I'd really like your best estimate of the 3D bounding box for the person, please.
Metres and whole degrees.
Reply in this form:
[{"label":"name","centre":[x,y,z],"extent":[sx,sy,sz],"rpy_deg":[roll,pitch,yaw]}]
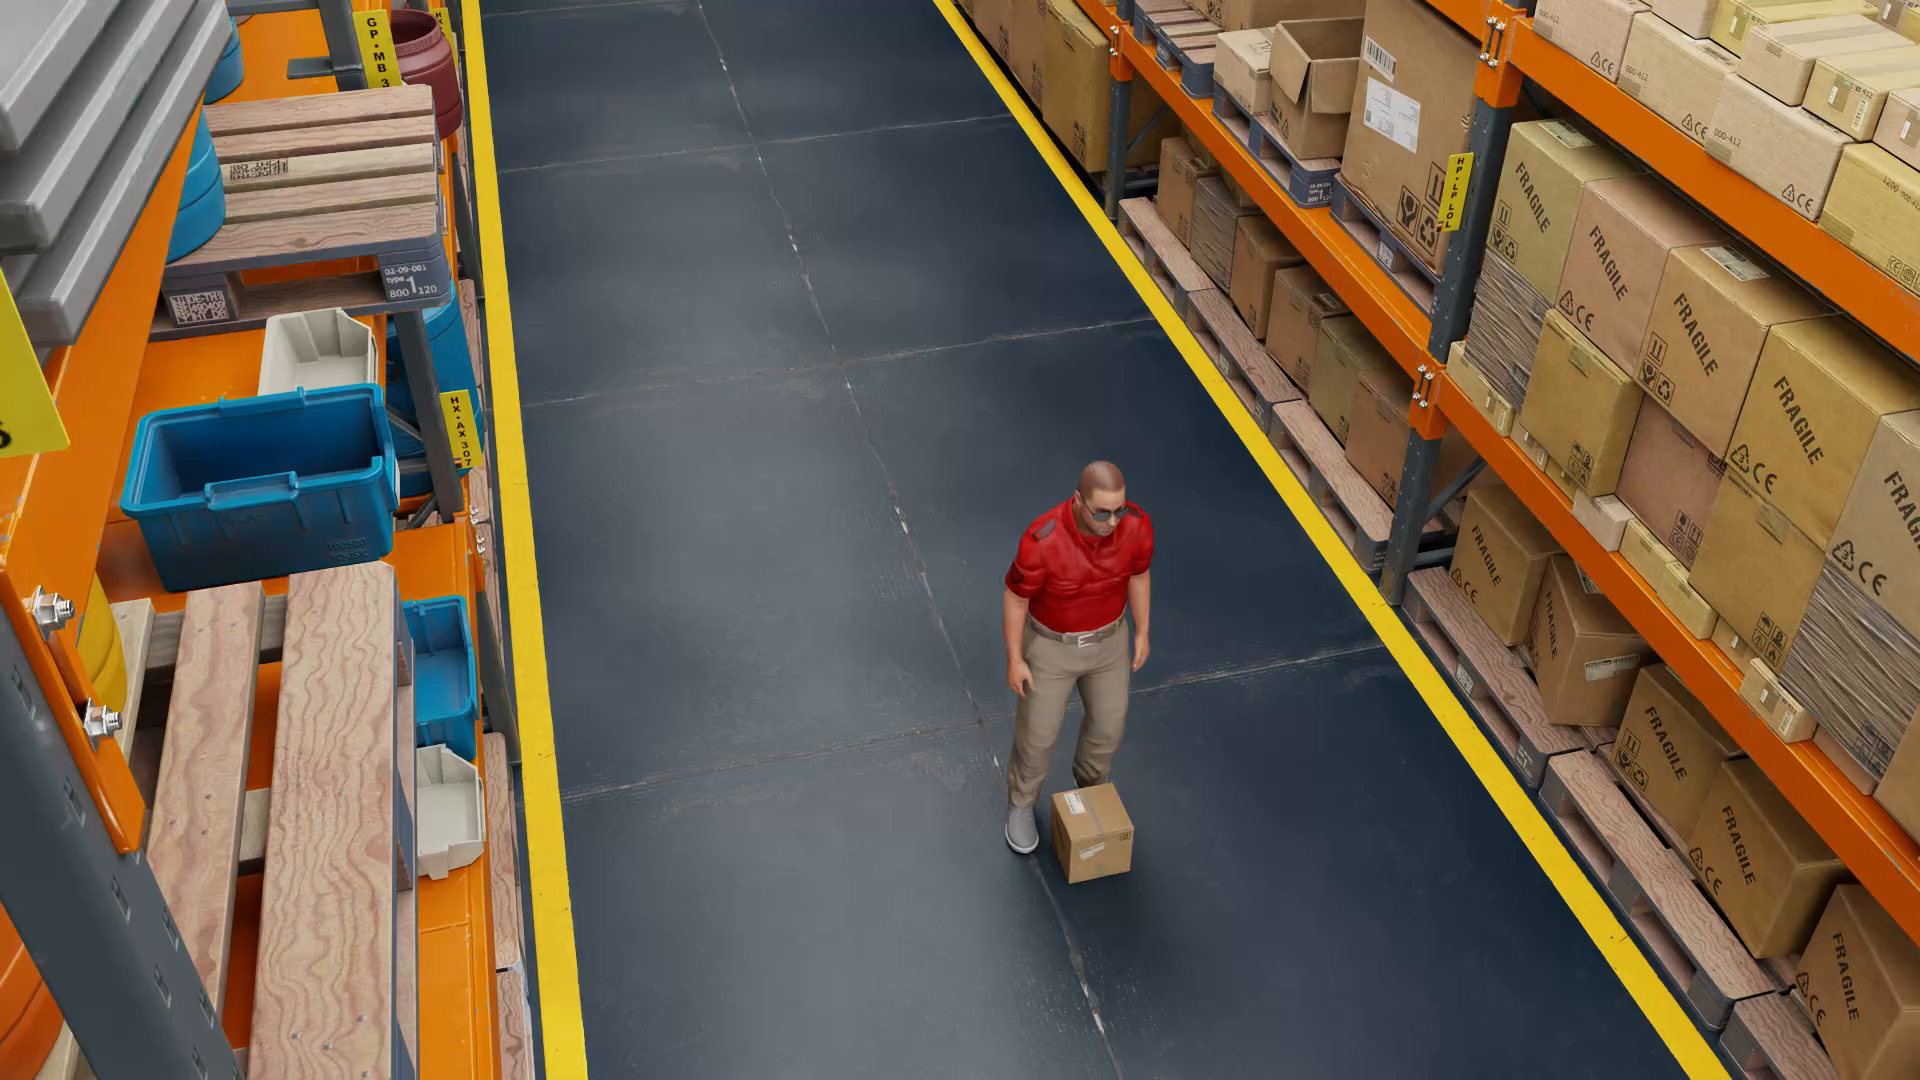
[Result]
[{"label":"person","centre":[0.439,0.404,6.208],"extent":[0.599,1.726,0.393],"rpy_deg":[-12,39,-14]}]
